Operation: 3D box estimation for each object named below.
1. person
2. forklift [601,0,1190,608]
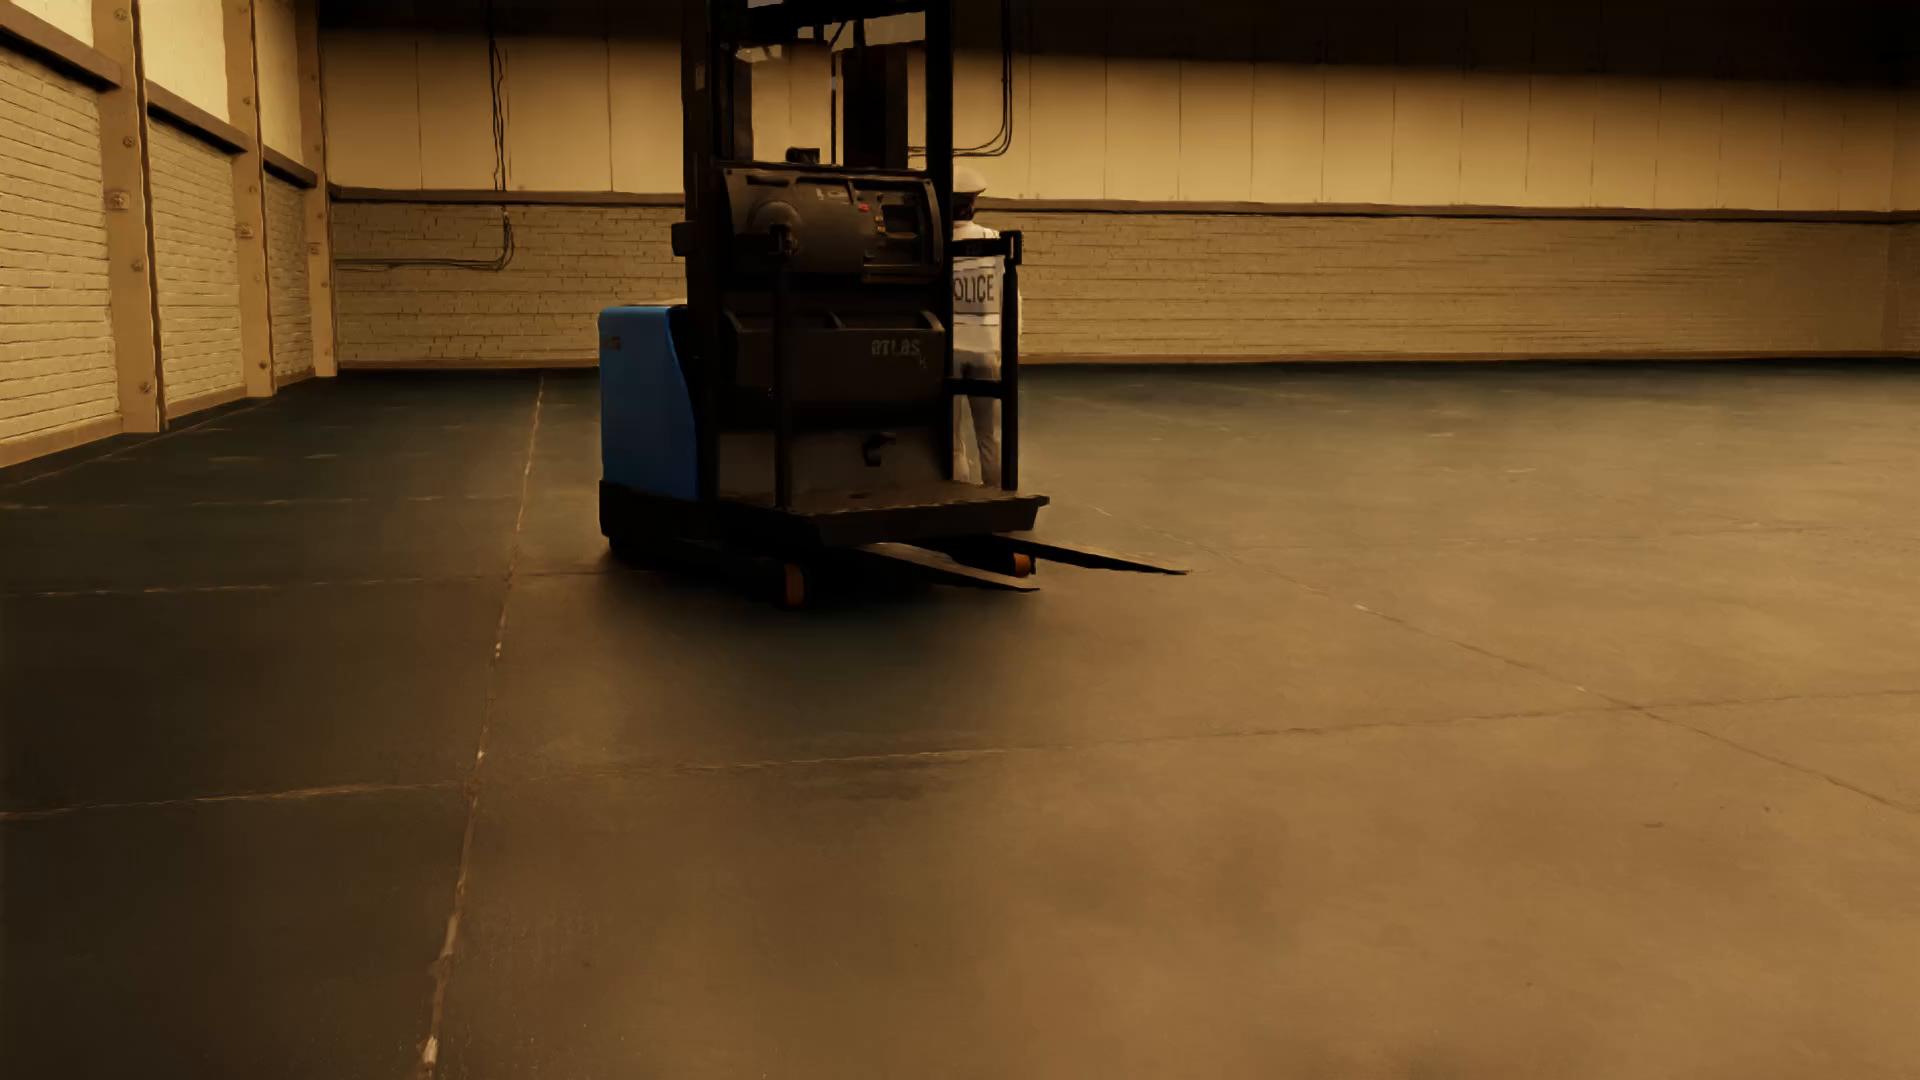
[{"bbox_3d":[-0.009,-0.856,7.655,0.586,1.695,0.535,-2,8,-13],"label":"person"},{"bbox_3d":[-0.369,-1.281,6.286,1.121,2.935,3.031,-5,10,-33],"label":"forklift"}]
